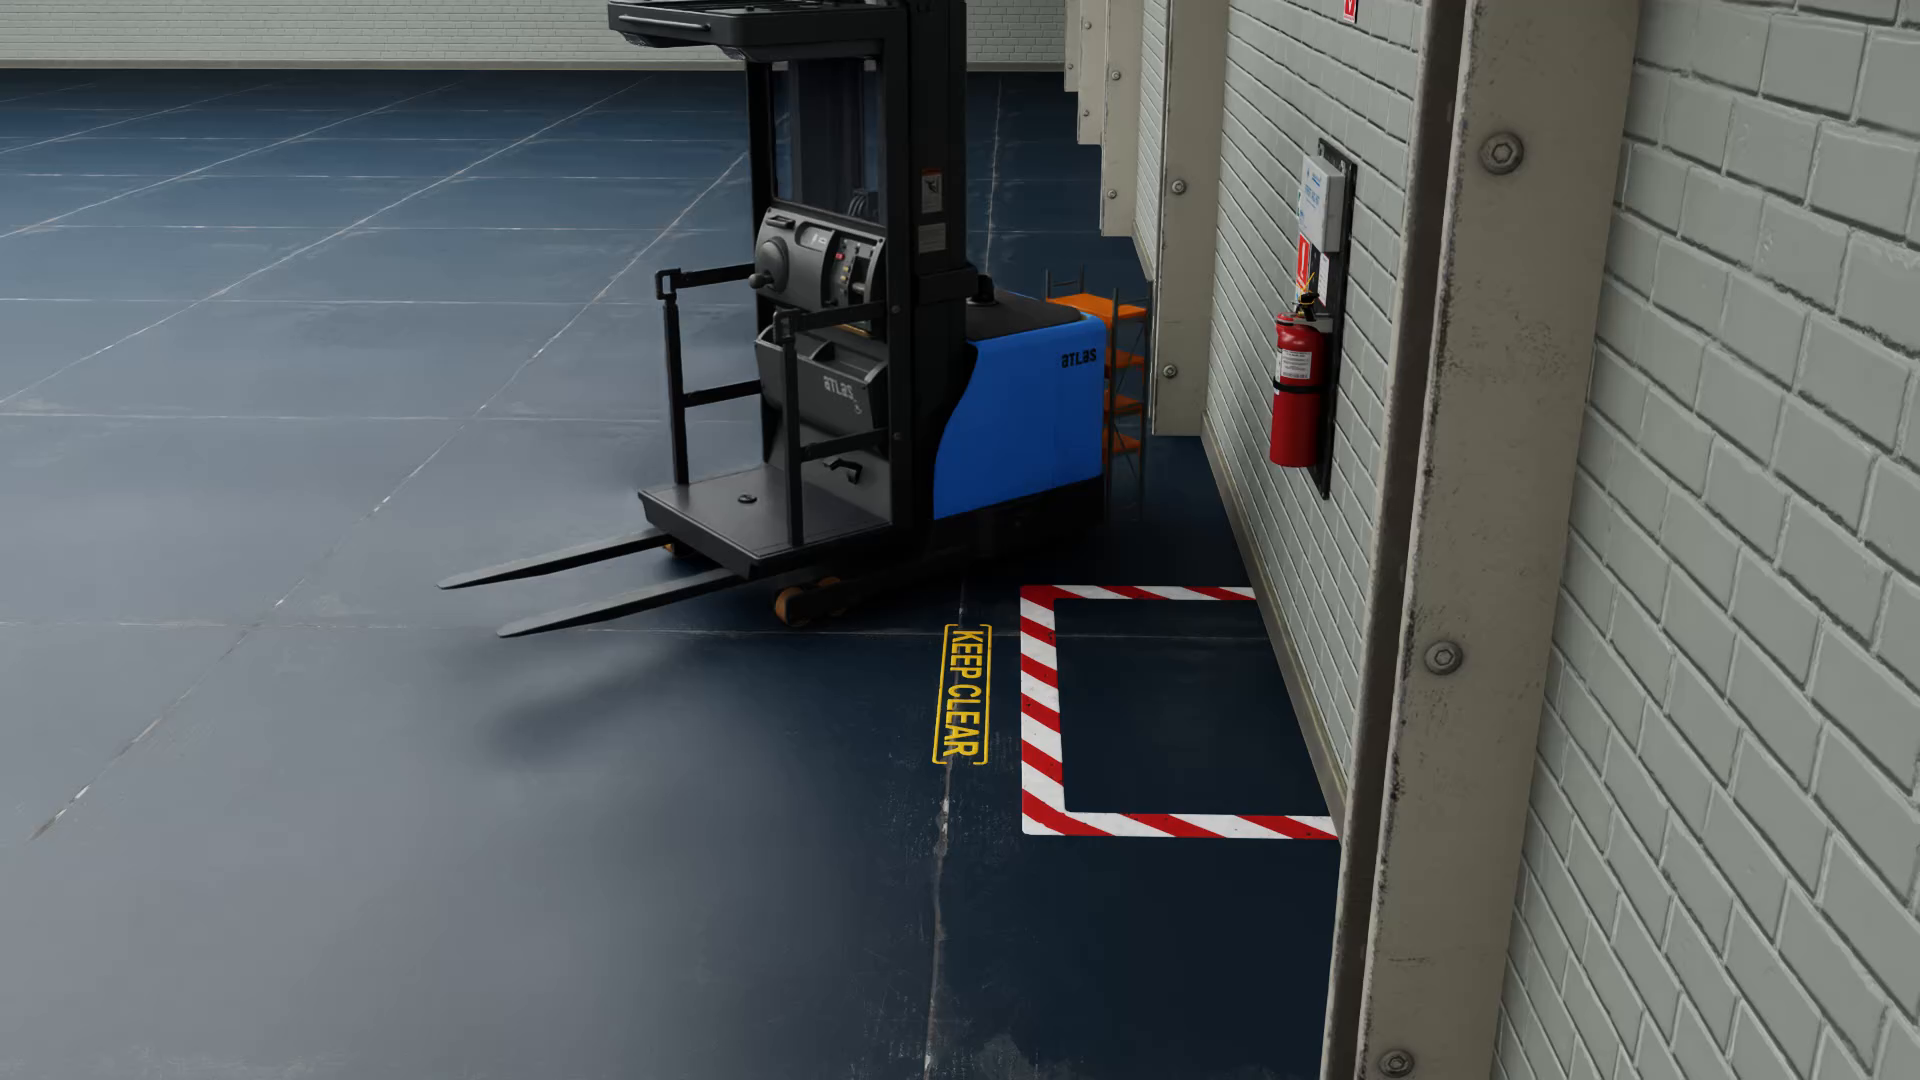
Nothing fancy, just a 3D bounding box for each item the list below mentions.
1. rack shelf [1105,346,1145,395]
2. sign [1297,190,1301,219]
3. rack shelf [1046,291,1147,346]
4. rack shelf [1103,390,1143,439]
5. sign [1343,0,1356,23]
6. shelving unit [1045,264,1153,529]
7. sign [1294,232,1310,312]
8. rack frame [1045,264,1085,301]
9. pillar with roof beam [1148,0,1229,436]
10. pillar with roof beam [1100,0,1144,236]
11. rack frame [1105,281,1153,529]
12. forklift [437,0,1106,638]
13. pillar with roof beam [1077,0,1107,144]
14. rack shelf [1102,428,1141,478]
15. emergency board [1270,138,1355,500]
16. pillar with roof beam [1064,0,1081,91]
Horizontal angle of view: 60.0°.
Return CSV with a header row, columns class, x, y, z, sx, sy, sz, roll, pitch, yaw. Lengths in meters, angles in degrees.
class,x,y,z,sx,sy,sz,roll,pitch,yaw
rack shelf,0.666,-0.858,8.147,0.258,0.148,0.480,-15,26,-35
sign,1.313,-1.256,6.338,0.001,0.109,0.331,1,21,2
rack shelf,0.667,-1.078,8.062,0.258,0.148,0.480,-15,26,-35
rack shelf,0.665,-0.649,8.228,0.258,0.148,0.480,-15,26,-35
sign,1.302,-1.878,5.518,0.001,0.298,0.199,1,21,2
shelving unit,0.666,-0.712,8.204,0.258,1.200,0.503,-15,26,-35
sign,1.323,-1.011,6.438,0.001,0.329,0.234,1,21,2
rack frame,0.517,-0.782,8.384,0.240,1.200,0.015,-15,26,-35
pillar with roof beam,-3.031,-4.916,8.259,9.100,9.000,0.400,1,21,2
pillar with roof beam,-2.849,-7.085,13.850,9.100,9.000,0.400,1,21,2
rack frame,0.814,-0.642,8.023,0.240,1.200,0.015,-15,26,-35
forklift,-0.781,-1.212,7.101,3.031,2.935,1.130,-16,26,-35
pillar with roof beam,-2.666,-9.255,19.441,9.100,9.000,0.400,1,21,2
rack shelf,0.665,-0.464,8.299,0.258,0.148,0.480,-15,26,-35
emergency board,1.203,-0.795,5.932,0.194,1.169,0.643,1,21,2
pillar with roof beam,-2.484,-11.424,25.032,9.100,9.000,0.400,1,21,2
